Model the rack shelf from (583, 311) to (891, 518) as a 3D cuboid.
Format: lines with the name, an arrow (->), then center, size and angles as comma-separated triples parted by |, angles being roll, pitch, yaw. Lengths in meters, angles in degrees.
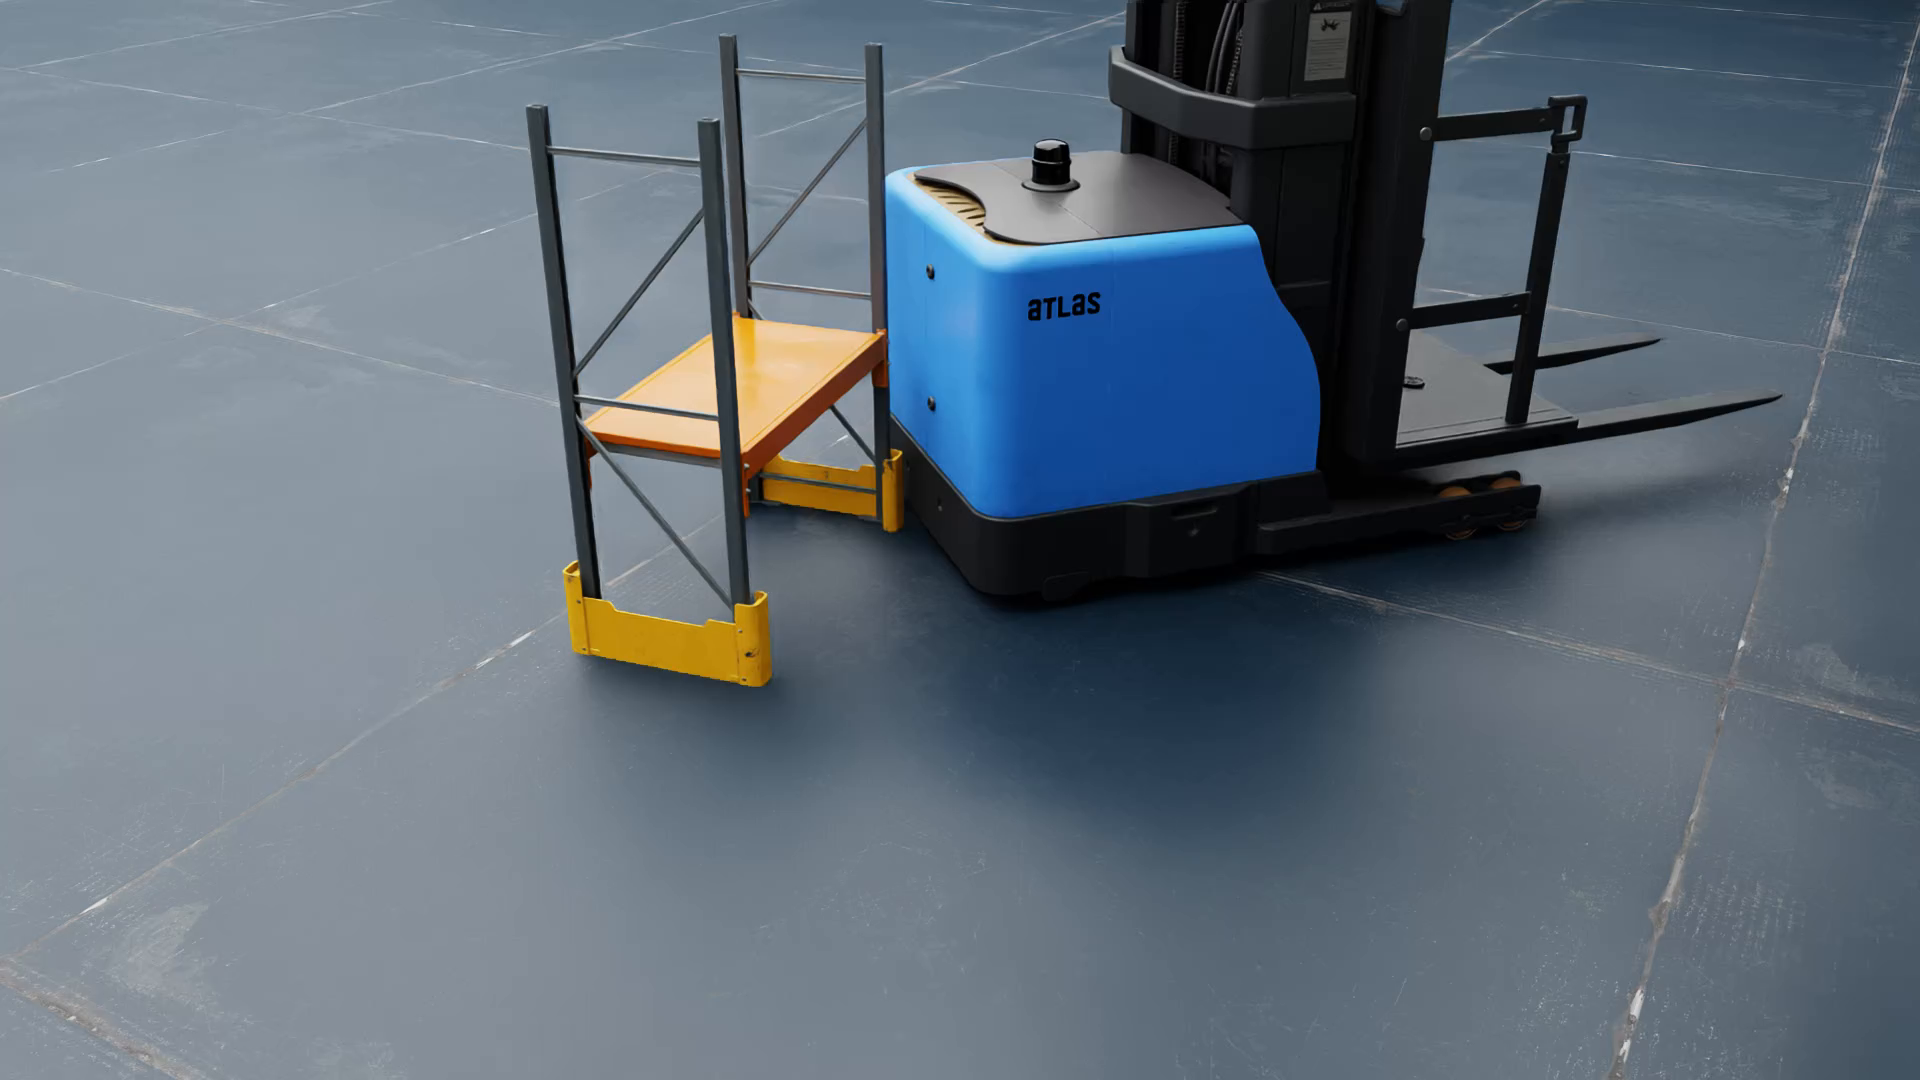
rack shelf -> -0.628, -0.386, 4.748 | 0.538, 0.185, 1.000 | 9, 28, 17

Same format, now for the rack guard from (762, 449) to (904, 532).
rack guard -> -0.466, -0.195, 5.360 | 0.587, 0.250, 0.087 | 9, 28, 17

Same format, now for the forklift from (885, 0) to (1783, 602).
forklift -> 1.314, -1.523, 5.019 | 3.031, 2.935, 1.130 | -9, 28, -18

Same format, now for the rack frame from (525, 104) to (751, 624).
rack frame -> -0.796, -0.333, 4.239 | 0.500, 1.500, 0.032 | 9, 28, 17

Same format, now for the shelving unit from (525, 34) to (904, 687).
shelving unit -> -0.631, -0.543, 4.660 | 0.587, 1.500, 1.083 | 9, 28, 17

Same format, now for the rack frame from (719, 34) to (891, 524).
rack frame -> -0.459, -0.762, 5.097 | 0.500, 1.500, 0.032 | 9, 28, 17

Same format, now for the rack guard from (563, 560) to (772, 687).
rack guard -> -0.796, 0.226, 4.520 | 0.587, 0.250, 0.087 | 9, 28, 17
